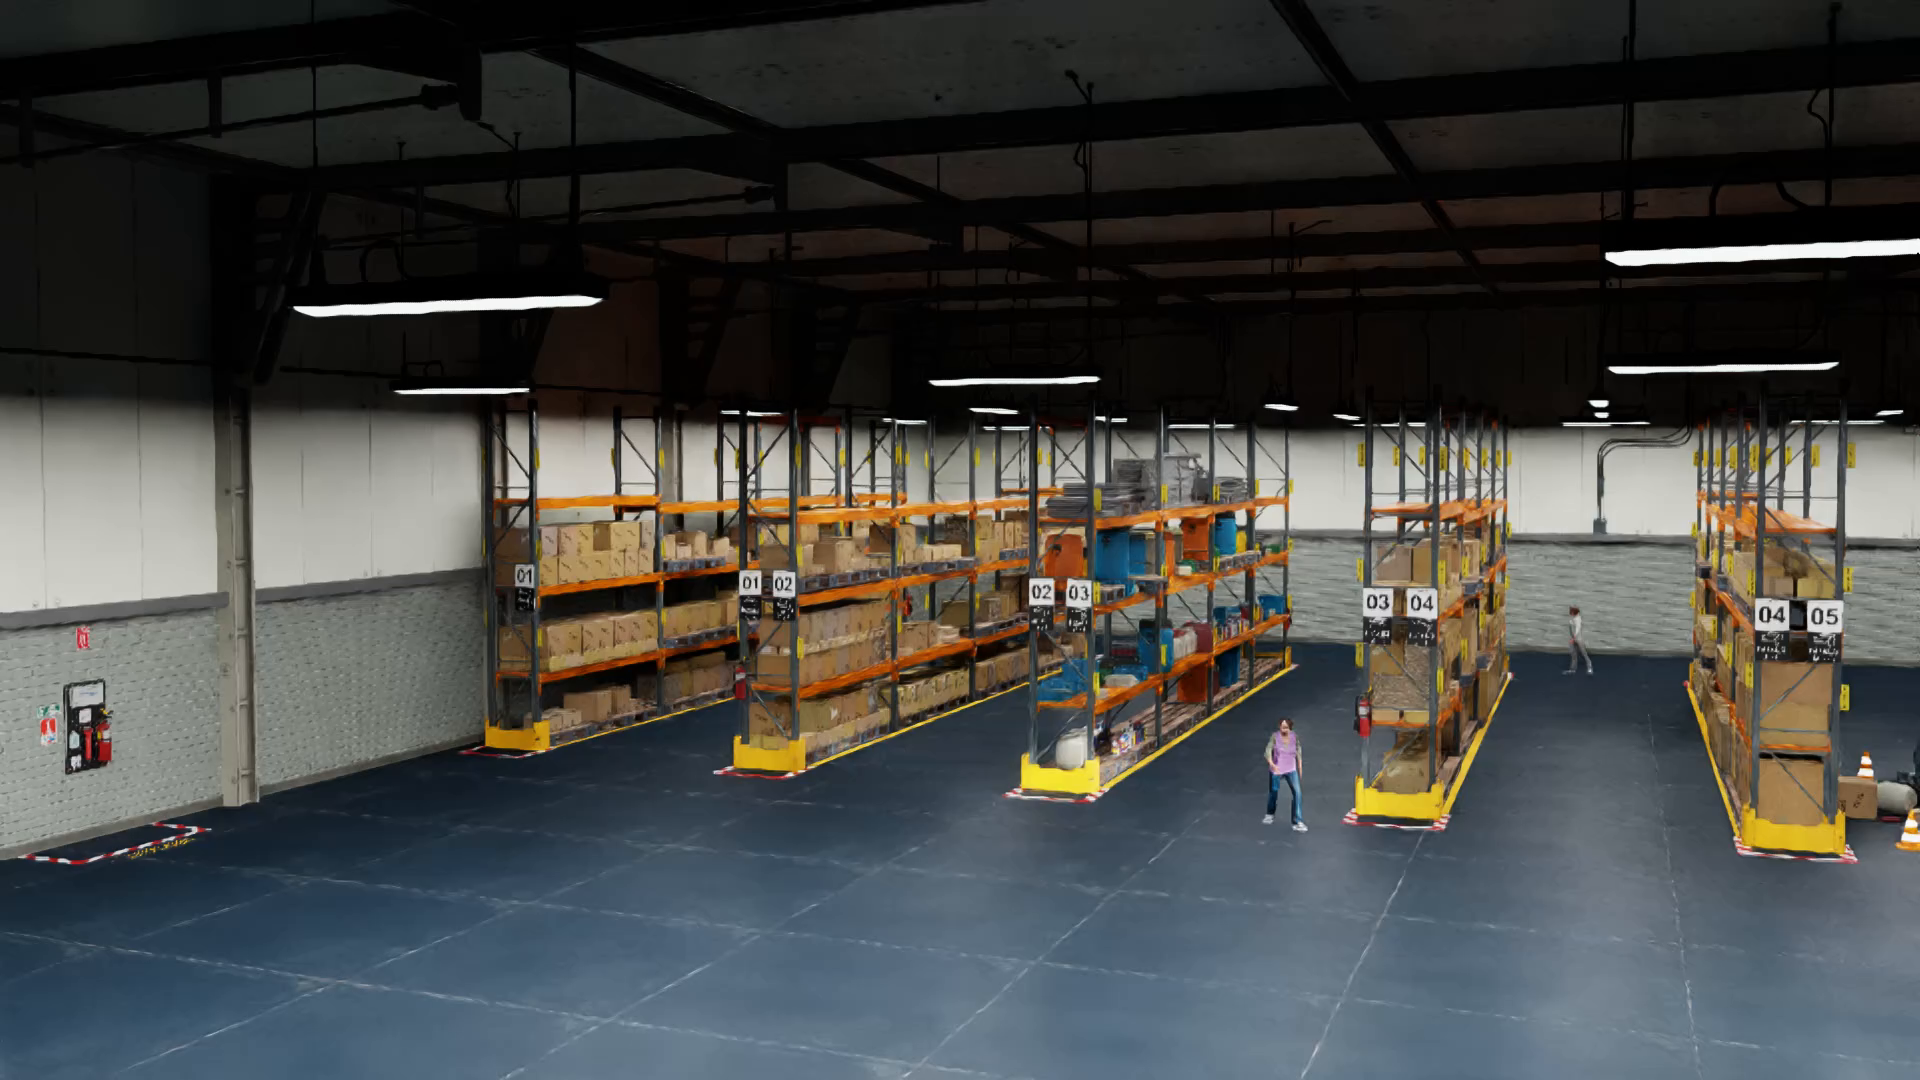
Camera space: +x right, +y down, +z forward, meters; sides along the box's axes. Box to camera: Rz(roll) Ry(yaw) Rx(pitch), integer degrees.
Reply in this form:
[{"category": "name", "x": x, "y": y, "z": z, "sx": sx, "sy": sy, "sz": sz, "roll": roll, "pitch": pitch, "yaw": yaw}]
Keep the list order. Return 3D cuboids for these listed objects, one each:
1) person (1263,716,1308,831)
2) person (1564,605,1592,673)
[{"category": "person", "x": 4.382, "y": 3.121, "z": 22.487, "sx": 0.561, "sy": 1.511, "sz": 0.788, "roll": 0, "pitch": 3, "yaw": 4}, {"category": "person", "x": 14.367, "y": 2.309, "z": 38.595, "sx": 0.639, "sy": 1.587, "sz": 0.443, "roll": 0, "pitch": 3, "yaw": -5}]
